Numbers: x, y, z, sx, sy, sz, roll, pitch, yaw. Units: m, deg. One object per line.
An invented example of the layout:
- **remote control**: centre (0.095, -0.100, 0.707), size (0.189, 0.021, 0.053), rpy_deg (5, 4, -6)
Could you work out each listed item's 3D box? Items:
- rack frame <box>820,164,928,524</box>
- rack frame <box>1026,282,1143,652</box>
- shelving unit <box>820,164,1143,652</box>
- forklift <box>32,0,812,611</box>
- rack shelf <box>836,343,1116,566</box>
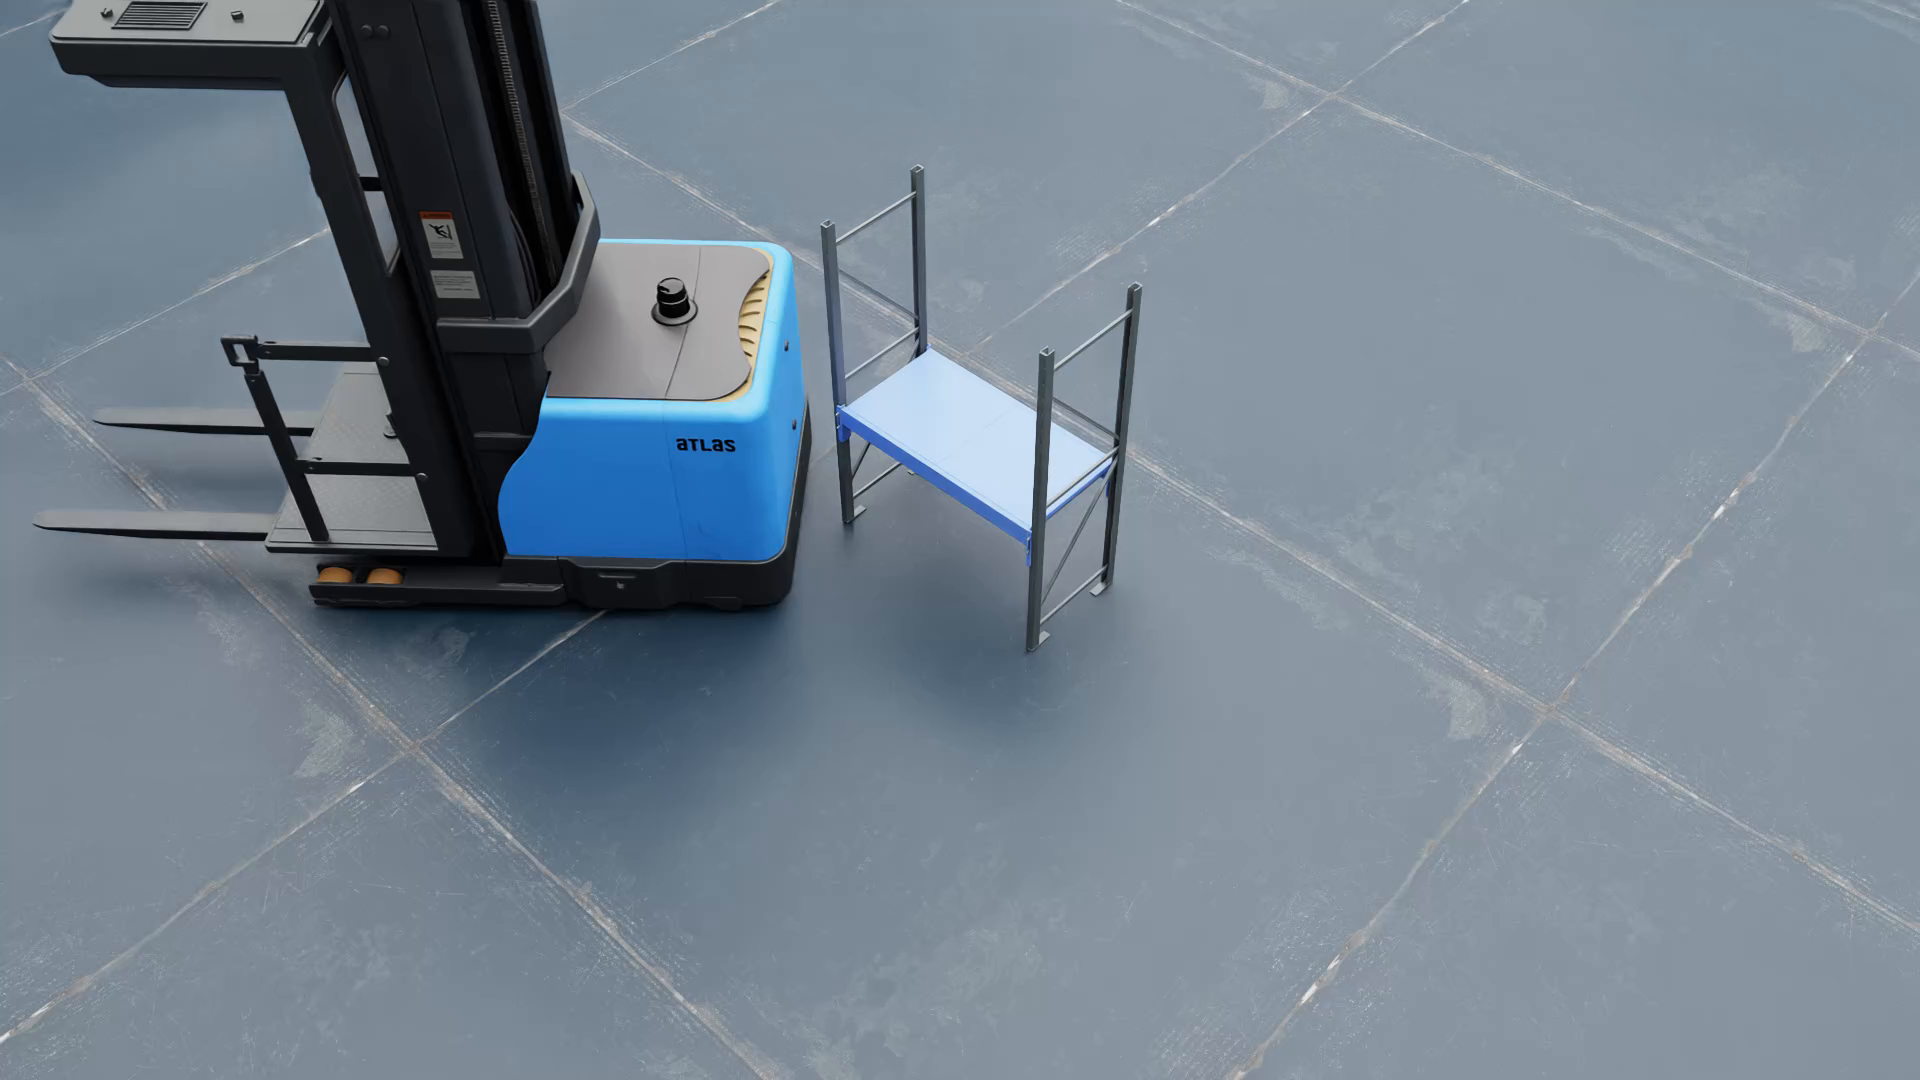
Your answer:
- **rack frame**: centre (-0.311, -0.723, 6.508), size (0.032, 1.500, 0.500), rpy_deg (34, 55, 28)
- **rack frame**: centre (0.436, -0.220, 6.036), size (0.032, 1.500, 0.500), rpy_deg (34, 55, 28)
- **shelving unit**: centre (0.063, -0.471, 6.272), size (1.048, 1.500, 0.538), rpy_deg (34, 55, 28)
- **forklift**: centre (-2.167, -1.118, 5.897), size (3.031, 2.935, 1.130), rpy_deg (1, 47, 1)
- **rack shelf**: centre (0.063, -0.348, 6.403), size (1.000, 0.185, 0.538), rpy_deg (34, 55, 28)
